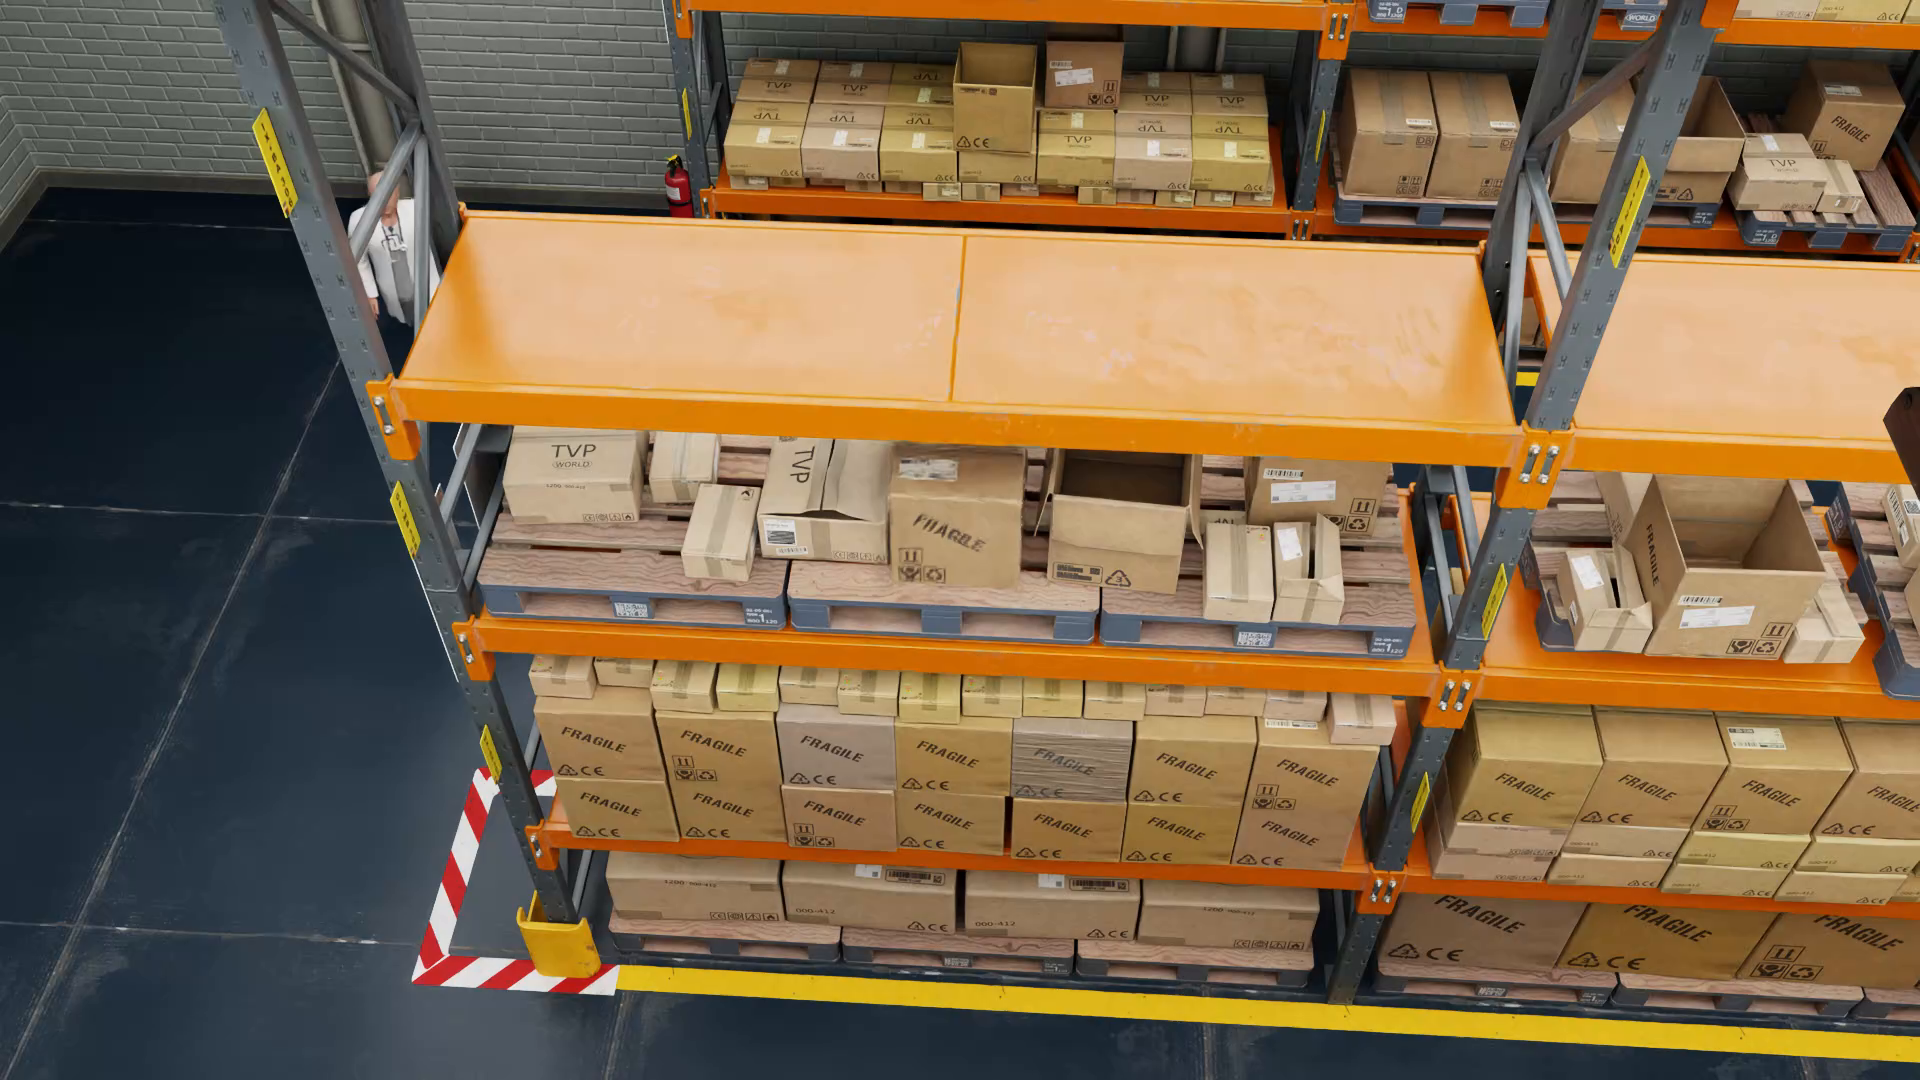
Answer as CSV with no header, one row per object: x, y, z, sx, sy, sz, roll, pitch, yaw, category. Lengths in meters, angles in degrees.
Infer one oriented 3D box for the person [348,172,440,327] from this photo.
-3.701,-1.750,11.145,0.580,1.738,1.099,-2,48,-2,person
